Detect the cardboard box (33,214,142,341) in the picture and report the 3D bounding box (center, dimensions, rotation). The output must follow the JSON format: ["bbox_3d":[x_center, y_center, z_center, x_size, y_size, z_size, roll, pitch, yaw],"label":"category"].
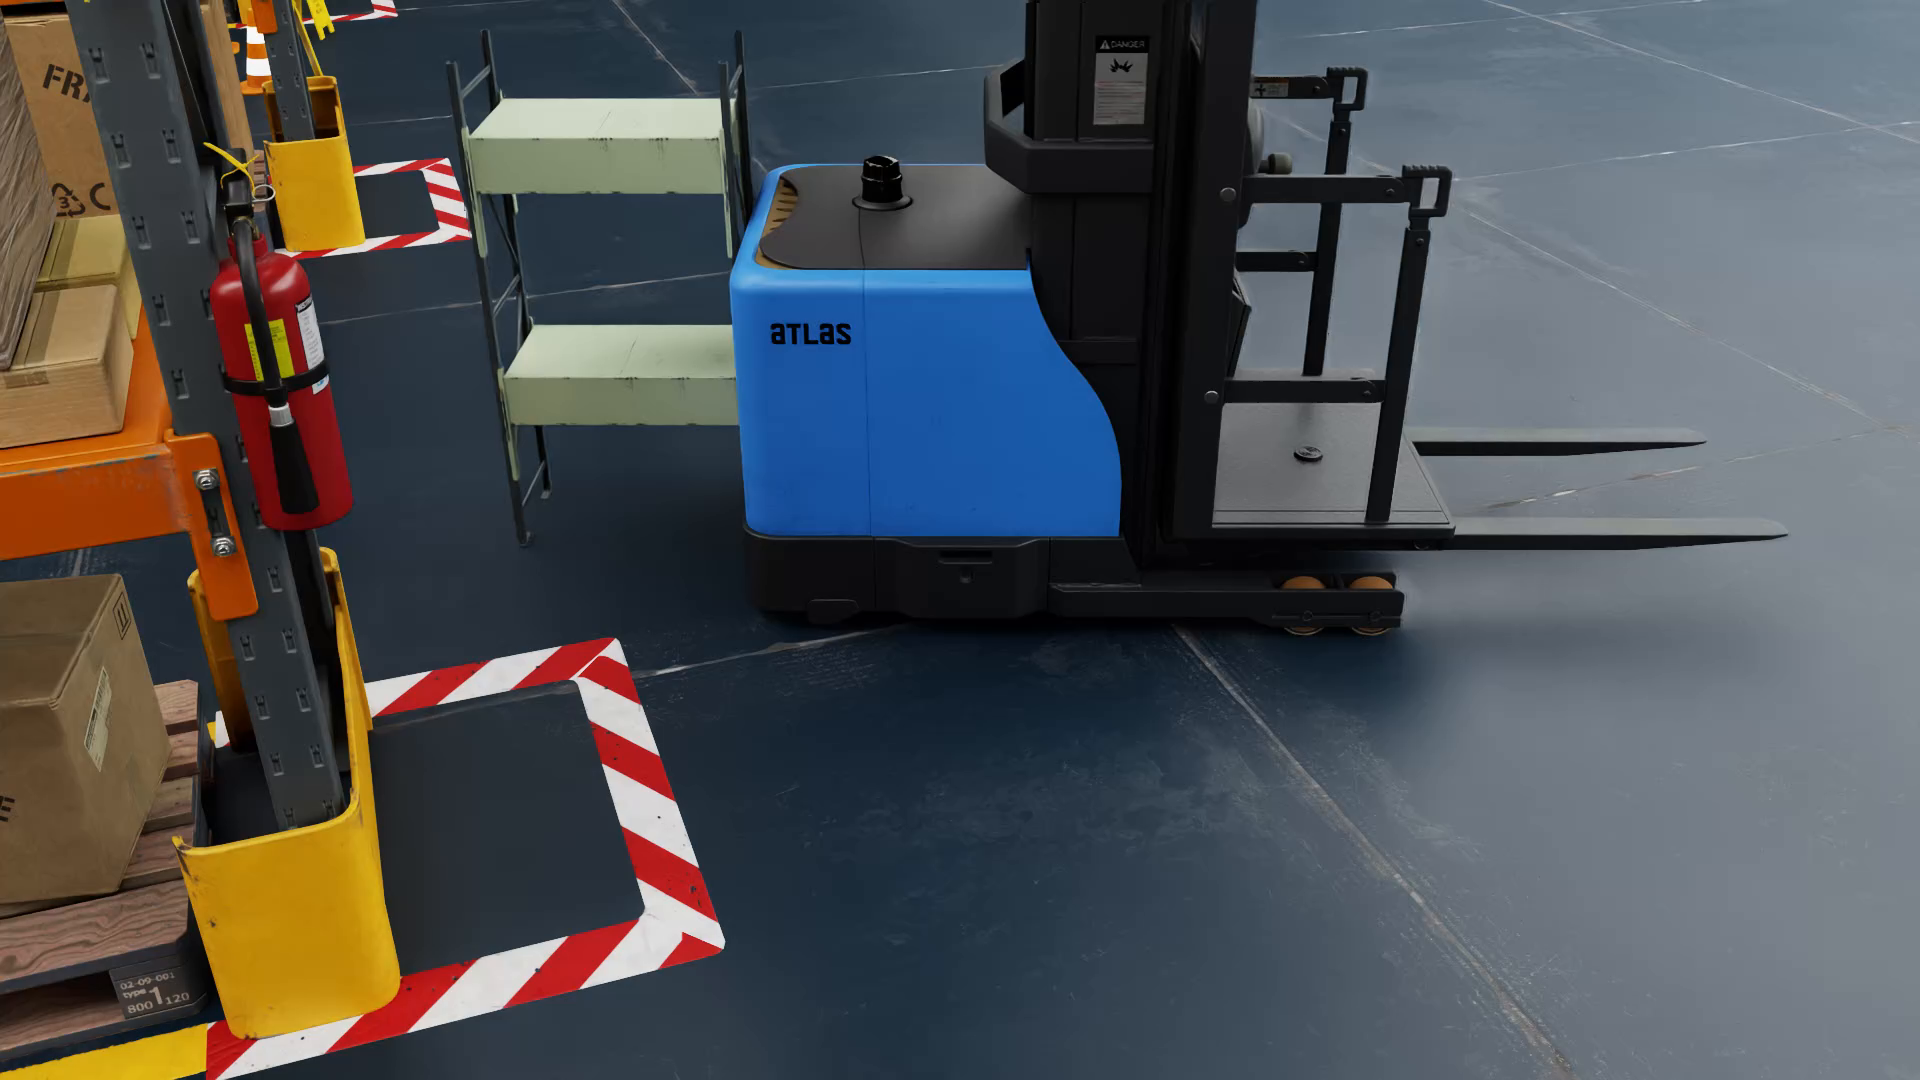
[{"bbox_3d":[-1.826,-0.526,3.397,0.250,0.149,0.380,-10,31,-18],"label":"cardboard box"}]

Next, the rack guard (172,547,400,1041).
[{"bbox_3d":[-1.547,0.525,3.823,0.348,0.500,1.175,-10,31,-18],"label":"rack guard"}]

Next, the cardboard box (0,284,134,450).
[{"bbox_3d":[-1.671,-0.320,3.035,0.250,0.149,0.380,-10,31,-18],"label":"cardboard box"}]

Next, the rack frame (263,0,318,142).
[{"bbox_3d":[-3.110,-2.893,7.297,0.127,3.000,1.000,-10,31,-18],"label":"rack frame"}]

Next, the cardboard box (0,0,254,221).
[{"bbox_3d":[-3.723,-2.004,7.460,0.875,0.875,0.875,-10,31,-17],"label":"cardboard box"}]

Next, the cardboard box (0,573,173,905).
[{"bbox_3d":[-2.067,0.430,3.566,0.500,0.500,0.500,-5,30,-8],"label":"cardboard box"}]

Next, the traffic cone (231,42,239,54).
[{"bbox_3d":[-4.884,-3.397,10.745,0.334,0.463,0.336,-10,31,-18],"label":"traffic cone"}]

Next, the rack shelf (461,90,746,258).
[{"bbox_3d":[-1.006,-1.065,4.817,0.720,0.370,0.431,0,30,0],"label":"rack shelf"}]

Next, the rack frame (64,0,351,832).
[{"bbox_3d":[-1.476,-0.574,3.227,0.127,3.000,1.000,-10,31,-18],"label":"rack frame"}]

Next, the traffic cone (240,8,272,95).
[{"bbox_3d":[-4.179,-2.940,9.944,0.334,0.463,0.336,-10,31,-18],"label":"traffic cone"}]

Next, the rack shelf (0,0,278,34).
[{"bbox_3d":[-4.985,-2.235,6.869,4.000,0.370,1.077,-10,31,-18],"label":"rack shelf"}]

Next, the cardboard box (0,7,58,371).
[{"bbox_3d":[-2.001,-0.664,2.984,0.500,0.500,0.875,-10,31,-18],"label":"cardboard box"}]

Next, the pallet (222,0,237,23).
[{"bbox_3d":[-5.776,-3.823,11.747,1.213,0.211,1.003,-10,31,-18],"label":"pallet"}]

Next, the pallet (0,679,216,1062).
[{"bbox_3d":[-2.320,0.775,3.677,1.213,0.211,1.003,-10,31,-18],"label":"pallet"}]

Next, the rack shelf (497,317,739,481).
[{"bbox_3d":[-1.006,-0.443,5.171,0.720,0.370,0.431,0,30,0],"label":"rack shelf"}]

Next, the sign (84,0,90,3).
[{"bbox_3d":[-1.301,-0.953,2.404,0.005,0.325,0.100,-10,31,-18],"label":"sign"}]

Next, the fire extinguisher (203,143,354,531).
[{"bbox_3d":[-1.208,-0.346,2.906,0.183,0.674,0.296,-10,31,-18],"label":"fire extinguisher"}]

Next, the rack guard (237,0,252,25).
[{"bbox_3d":[-5.002,-4.072,11.893,0.348,0.500,1.175,-10,31,-18],"label":"rack guard"}]

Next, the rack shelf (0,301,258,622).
[{"bbox_3d":[-3.350,0.084,2.799,4.000,0.370,1.077,-10,31,-18],"label":"rack shelf"}]

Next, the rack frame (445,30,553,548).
[{"bbox_3d":[-1.372,-0.727,5.010,0.023,1.500,0.400,0,30,0],"label":"rack frame"}]

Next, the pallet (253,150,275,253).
[{"bbox_3d":[-3.832,-1.507,7.681,1.213,0.211,1.003,-10,31,-18],"label":"pallet"}]

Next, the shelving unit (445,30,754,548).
[{"bbox_3d":[-1.006,-0.726,5.010,0.755,1.500,0.431,0,30,0],"label":"shelving unit"}]

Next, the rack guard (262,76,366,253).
[{"bbox_3d":[-3.088,-1.811,7.923,0.348,0.500,1.175,-10,31,-18],"label":"rack guard"}]

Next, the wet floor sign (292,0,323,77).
[{"bbox_3d":[-3.774,-2.793,9.501,0.232,0.644,0.267,-16,33,-26],"label":"wet floor sign"}]

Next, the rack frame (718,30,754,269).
[{"bbox_3d":[-0.640,-0.726,5.009,0.023,1.500,0.400,0,30,0],"label":"rack frame"}]

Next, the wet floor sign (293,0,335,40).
[{"bbox_3d":[-4.380,-3.685,11.066,0.232,0.644,0.267,0,30,0],"label":"wet floor sign"}]

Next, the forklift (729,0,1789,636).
[{"bbox_3d":[0.897,-1.264,4.508,3.031,2.935,1.130,0,30,0],"label":"forklift"}]
